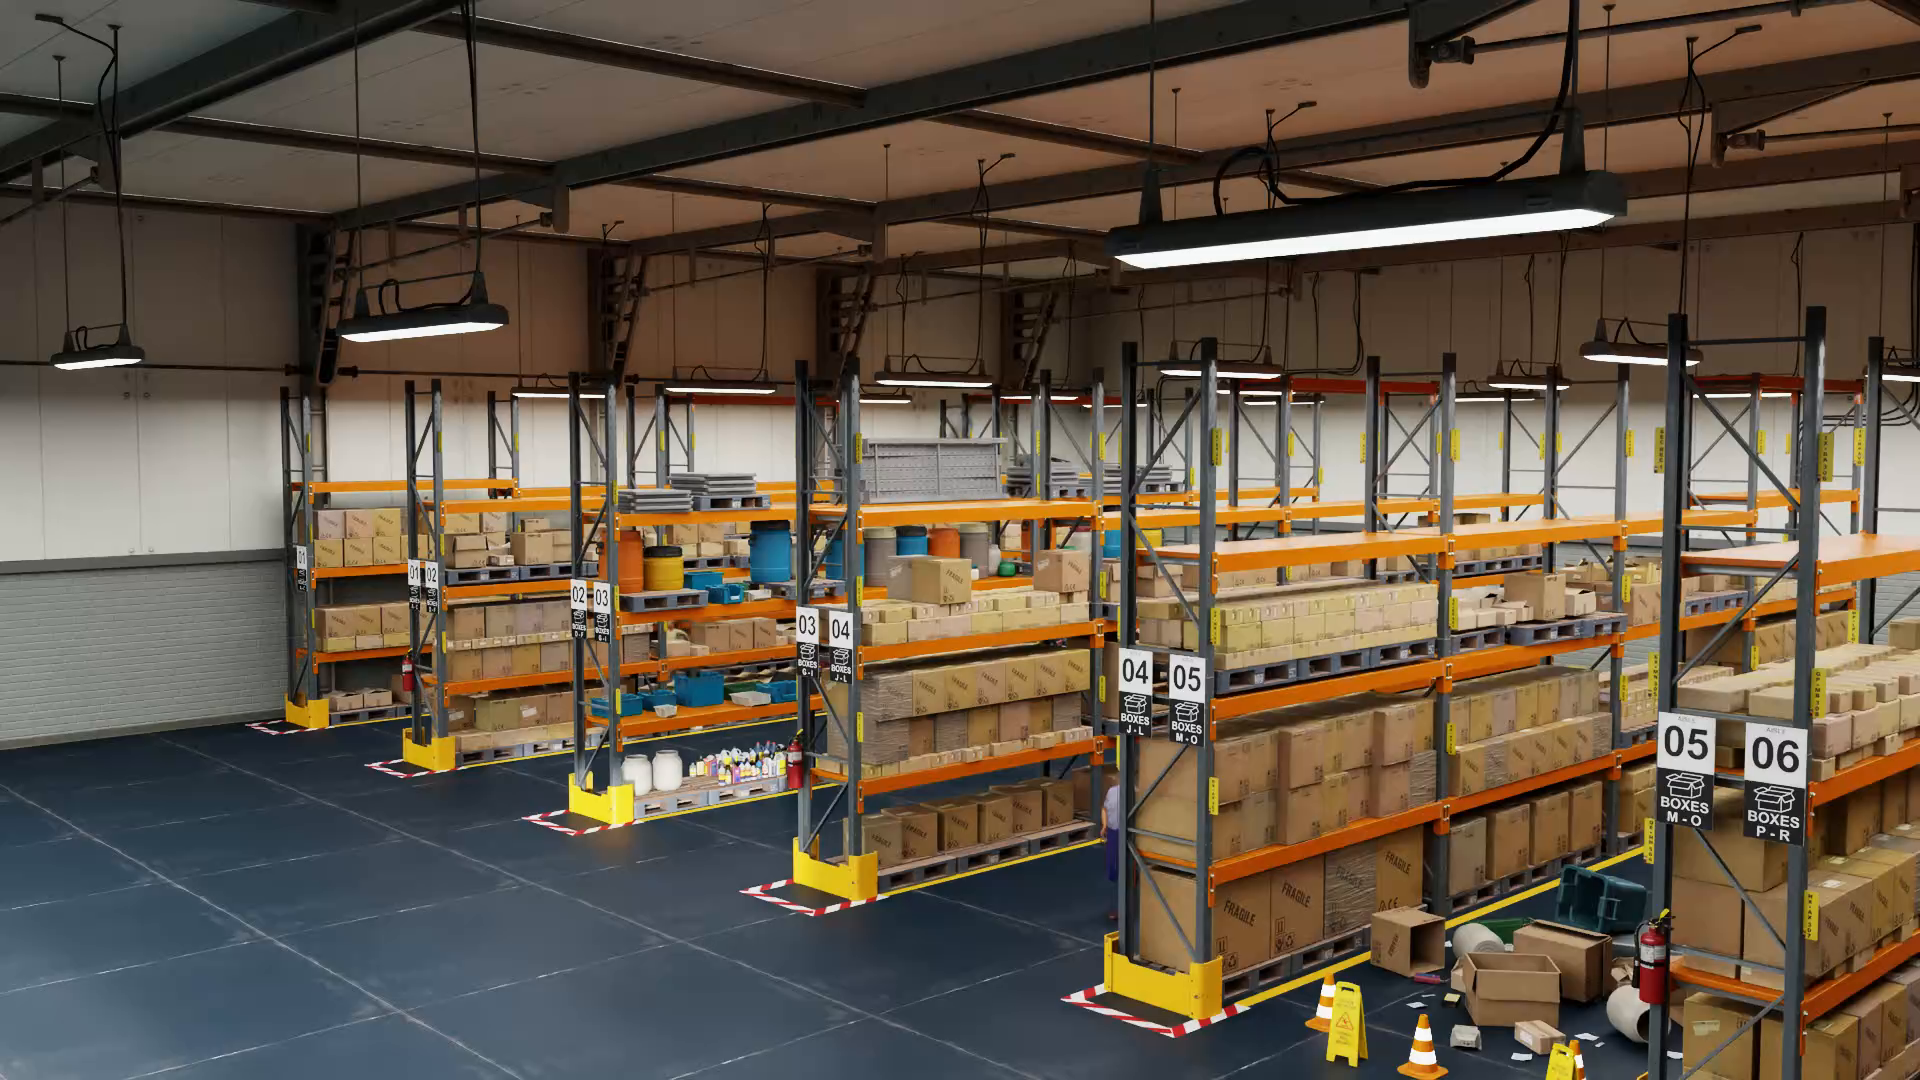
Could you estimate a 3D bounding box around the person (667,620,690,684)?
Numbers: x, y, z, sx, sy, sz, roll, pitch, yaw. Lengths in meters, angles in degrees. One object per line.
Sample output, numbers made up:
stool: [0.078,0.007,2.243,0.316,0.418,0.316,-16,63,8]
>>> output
person: [-5.512,2.277,31.753,0.574,1.673,0.951,2,4,34]

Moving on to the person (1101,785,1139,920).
person: [1.782,3.225,17.877,0.607,1.586,0.726,2,4,30]
